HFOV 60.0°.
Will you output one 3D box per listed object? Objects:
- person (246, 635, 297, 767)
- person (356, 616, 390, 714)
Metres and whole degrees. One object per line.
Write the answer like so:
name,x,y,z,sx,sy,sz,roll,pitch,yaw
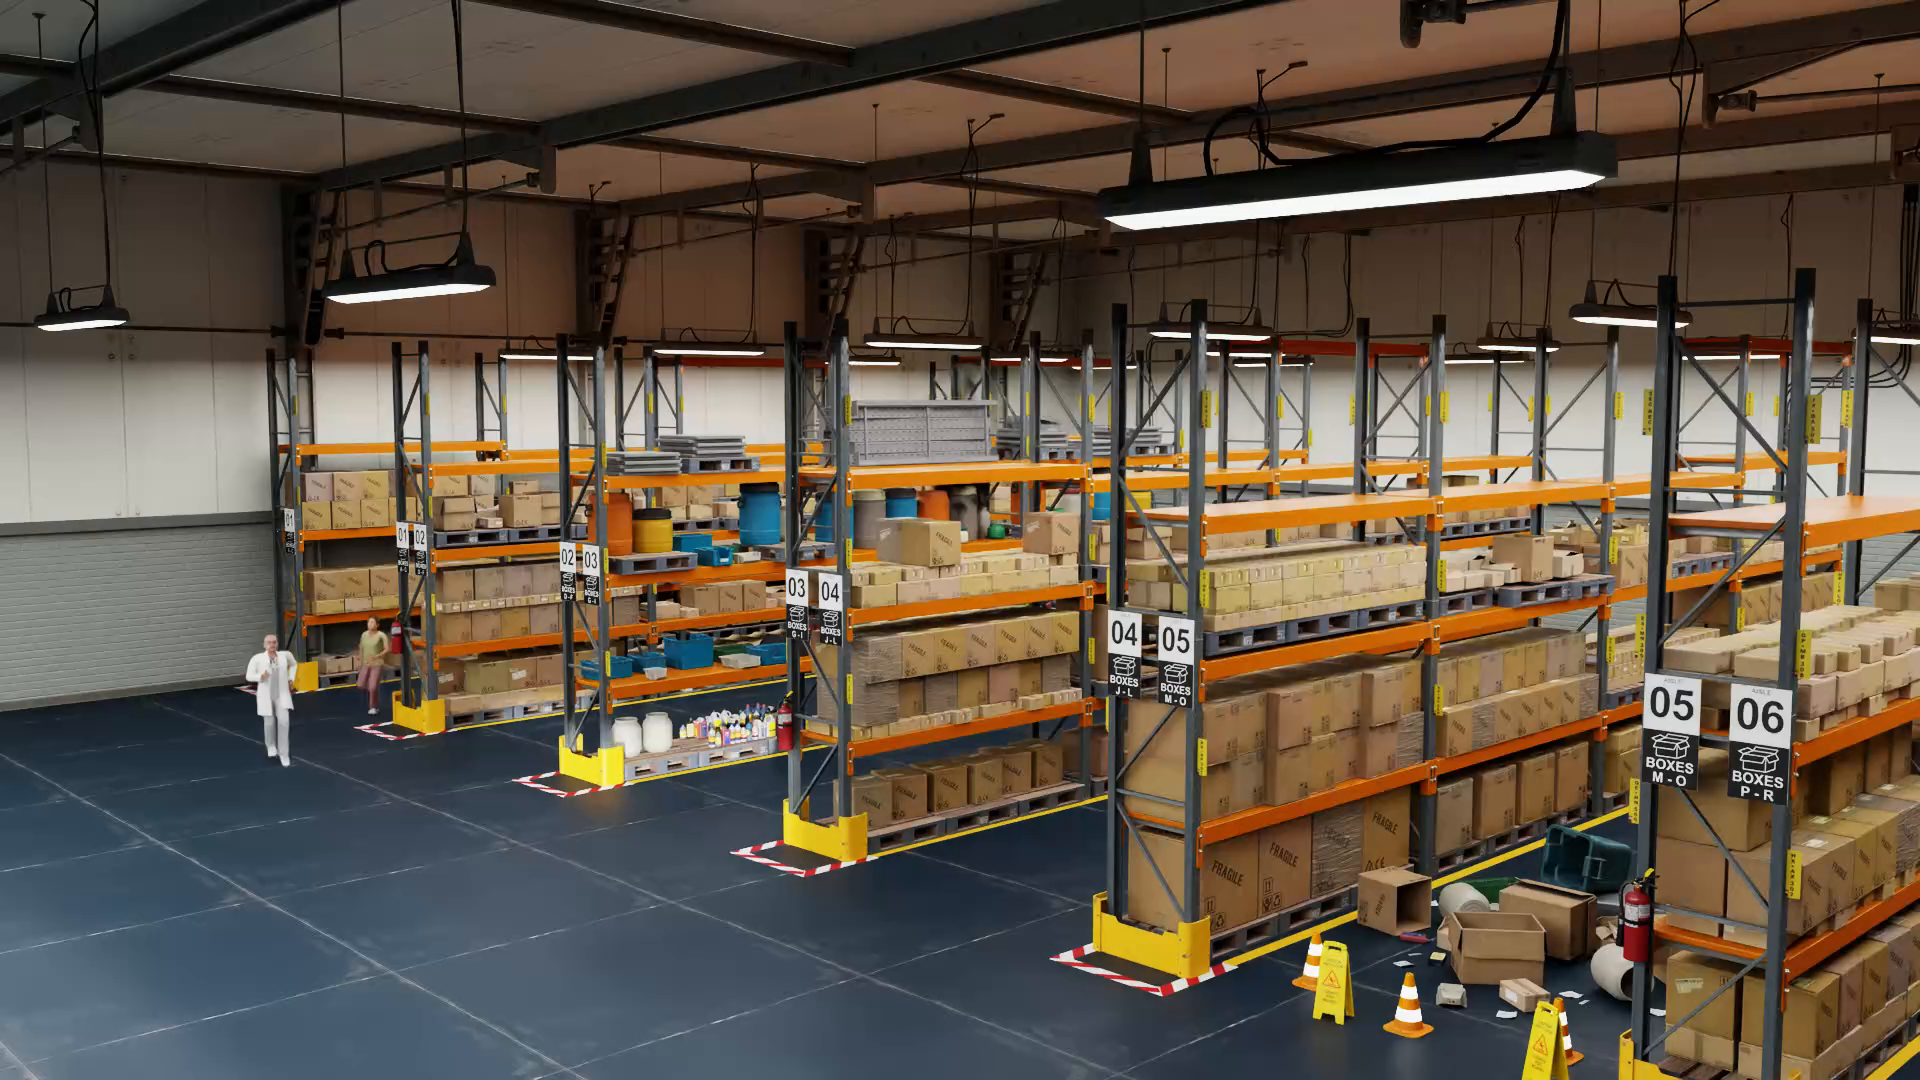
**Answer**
person,-9.686,2.245,23.453,0.693,1.840,0.850,-2,6,-26
person,-9.531,2.025,26.986,0.575,1.608,0.530,0,5,4
